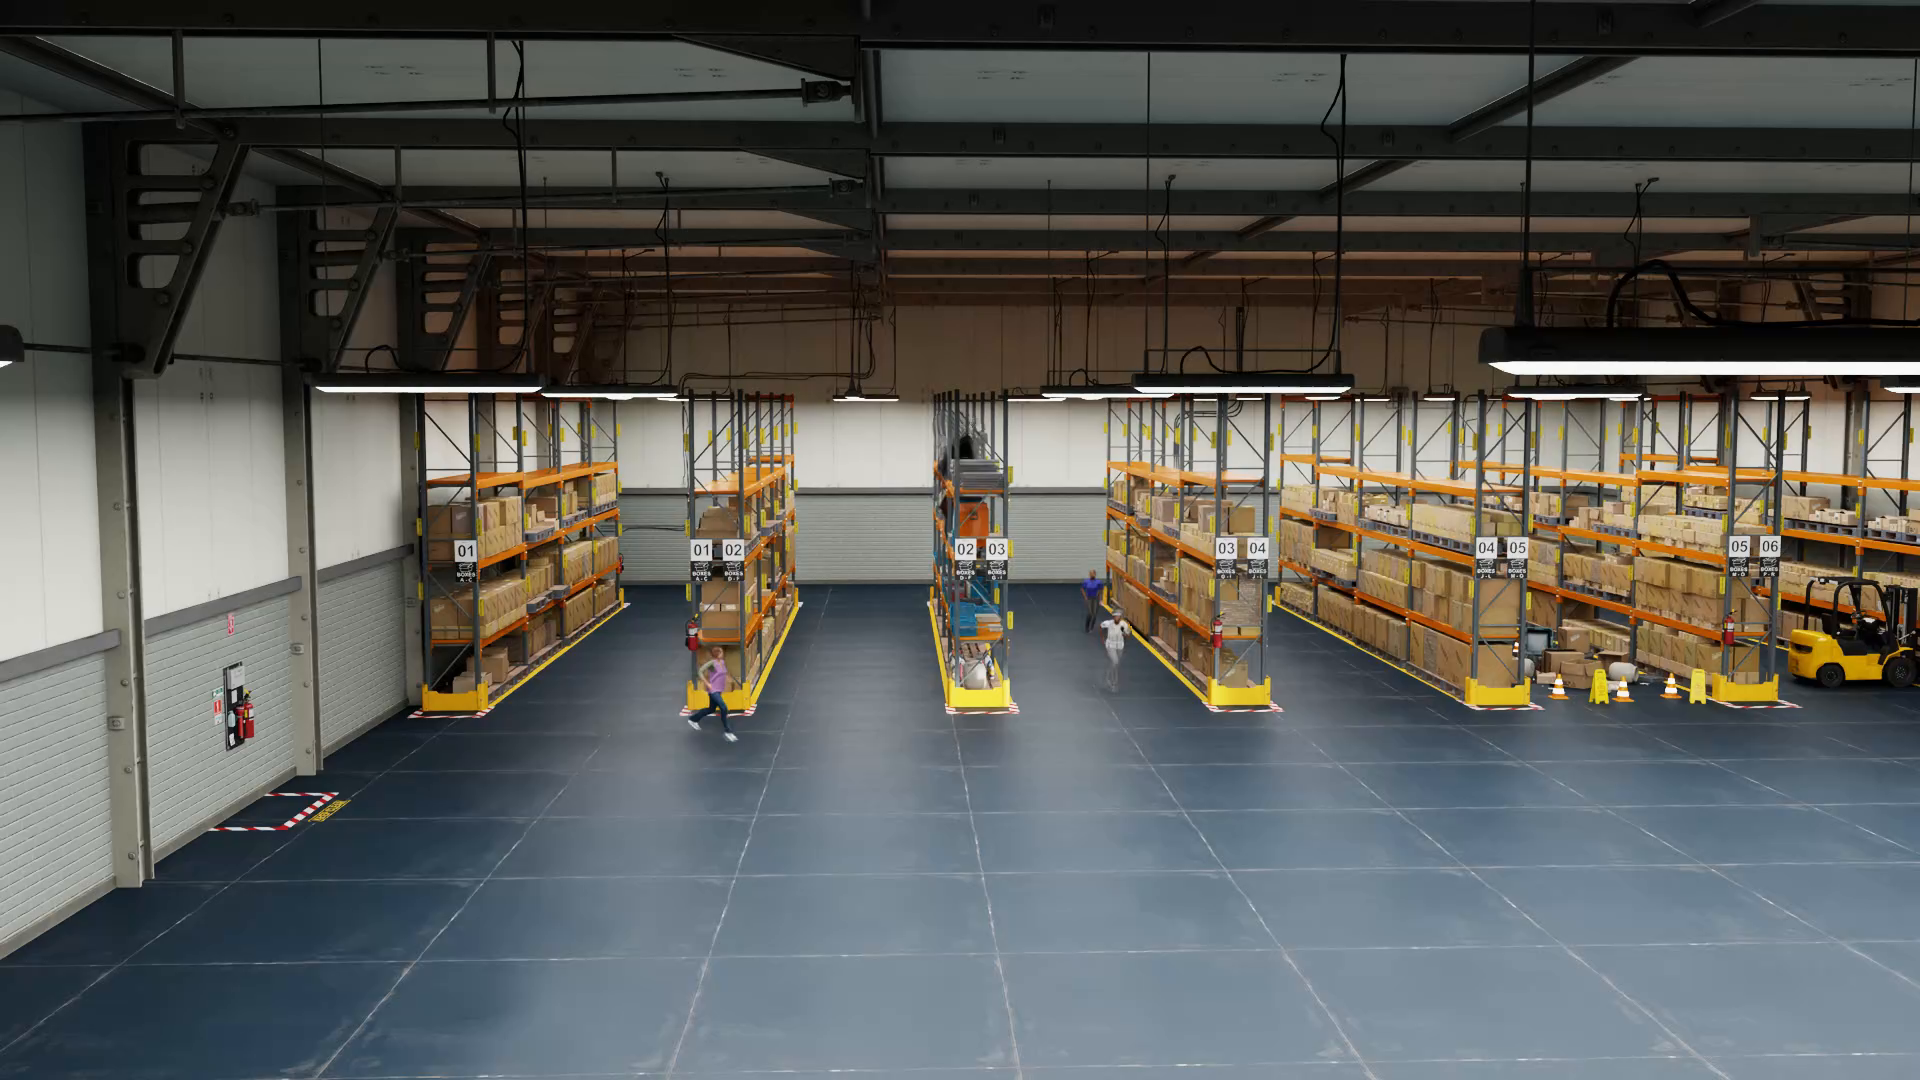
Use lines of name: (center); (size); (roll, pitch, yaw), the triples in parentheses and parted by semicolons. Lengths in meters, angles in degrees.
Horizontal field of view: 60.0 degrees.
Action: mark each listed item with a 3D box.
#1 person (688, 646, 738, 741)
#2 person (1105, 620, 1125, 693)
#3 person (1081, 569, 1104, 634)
person: (-4.222, 2.621, 28.448); (0.964, 1.630, 0.506); (1, 5, 15)
person: (3.076, 2.302, 33.335); (0.381, 1.460, 0.835); (-1, 5, -15)
person: (3.298, 1.542, 41.290); (0.554, 1.633, 0.632); (0, 5, -2)
